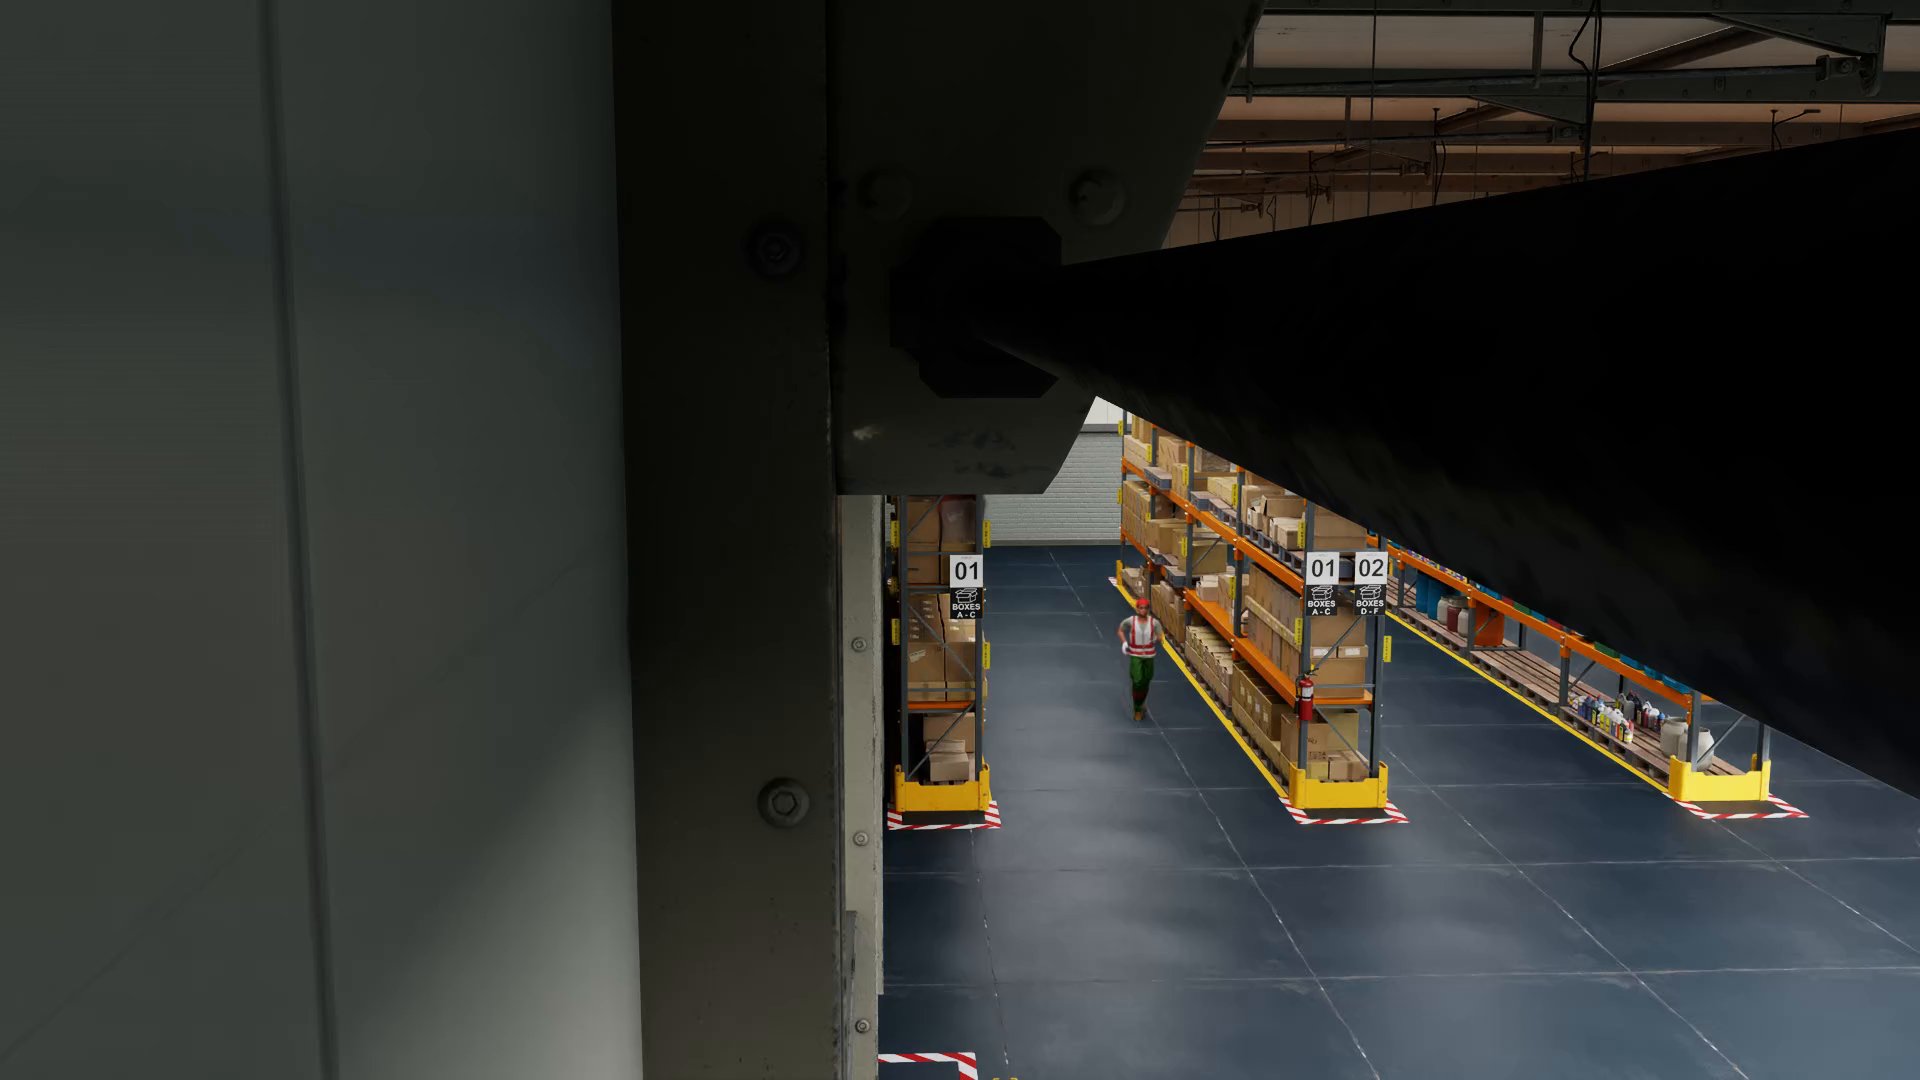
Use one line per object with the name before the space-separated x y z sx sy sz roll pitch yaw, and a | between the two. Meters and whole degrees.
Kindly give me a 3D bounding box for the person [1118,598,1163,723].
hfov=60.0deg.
person | 2.723 1.786 24.902 0.631 1.844 0.735 -1 8 -5
